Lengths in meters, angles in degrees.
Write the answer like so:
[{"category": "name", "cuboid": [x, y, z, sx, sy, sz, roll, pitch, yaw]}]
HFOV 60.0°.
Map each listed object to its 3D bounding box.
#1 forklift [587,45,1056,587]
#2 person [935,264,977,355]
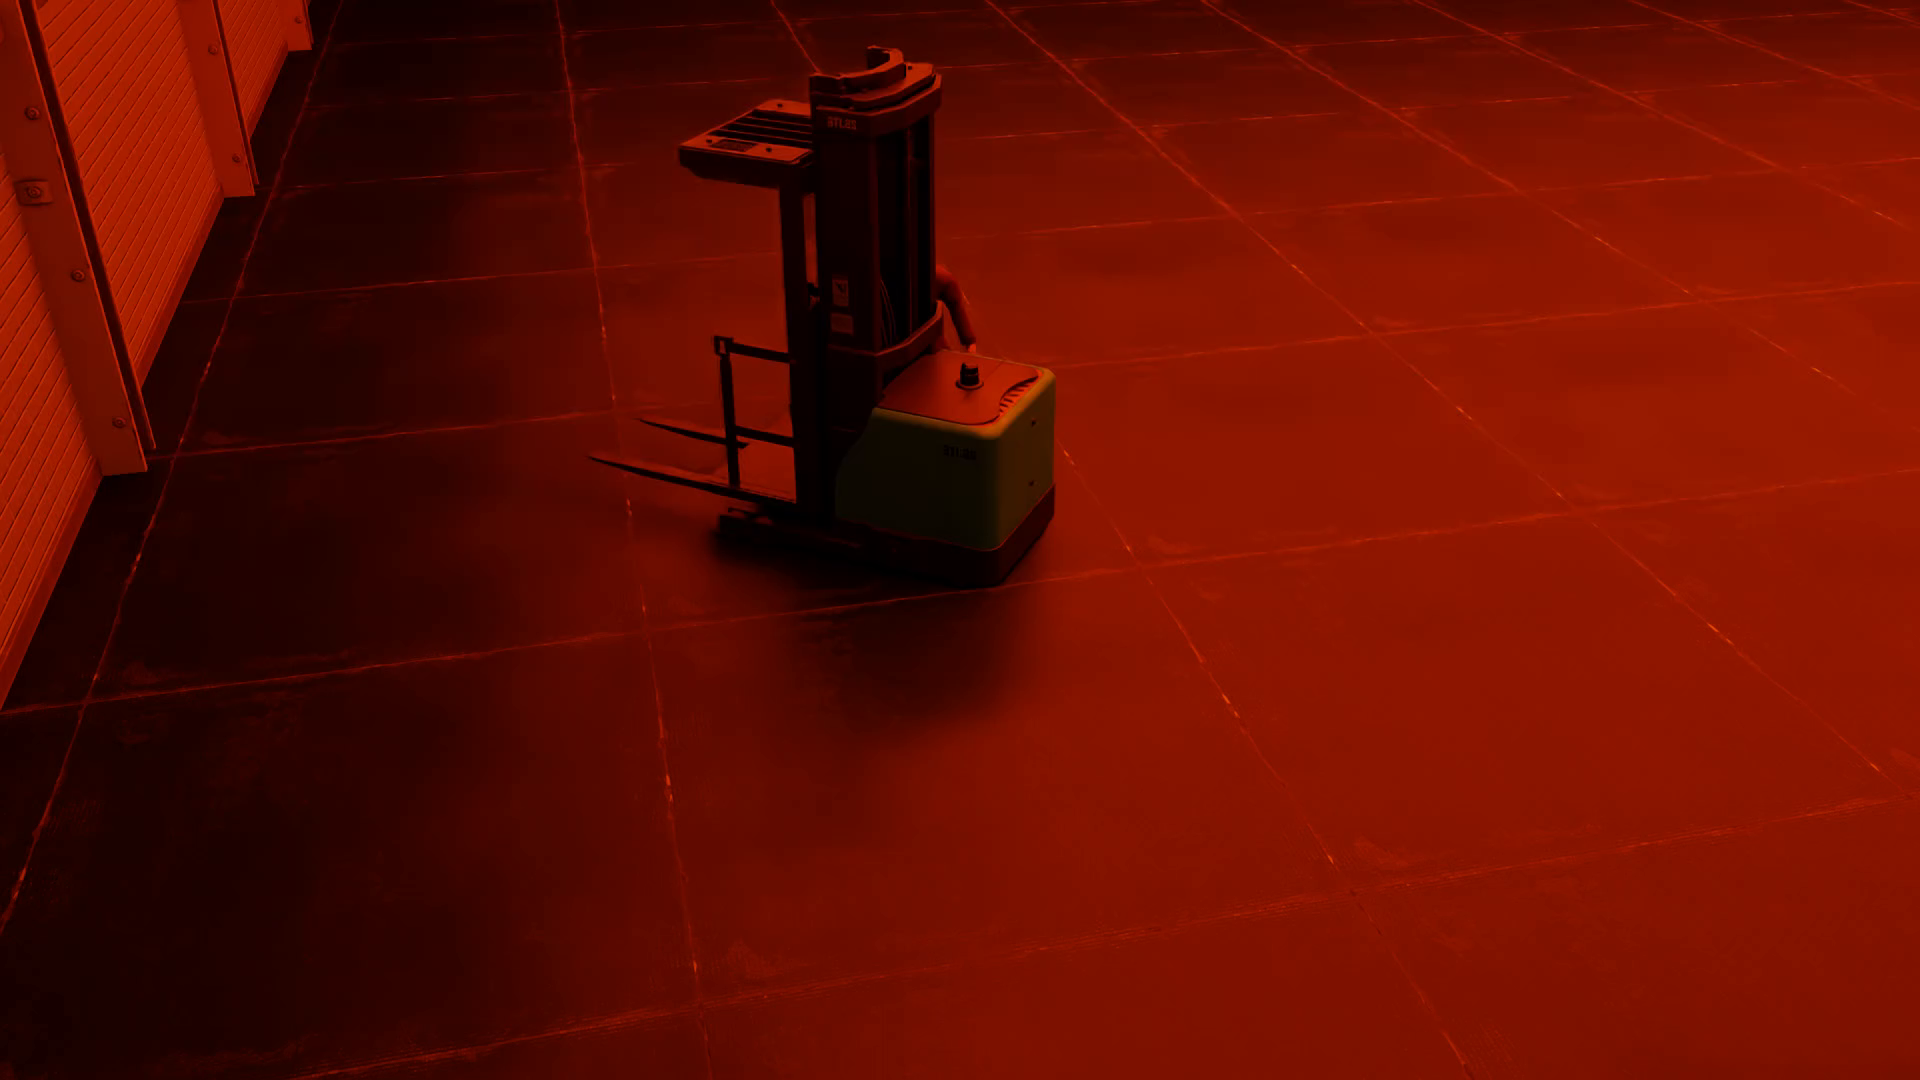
[{"category": "forklift", "cuboid": [-0.959, -1.473, 10.118, 3.031, 2.935, 1.130, 13, 32, 21]}, {"category": "person", "cuboid": [-0.267, -1.321, 11.130, 0.741, 1.710, 0.913, -6, 31, -10]}]
